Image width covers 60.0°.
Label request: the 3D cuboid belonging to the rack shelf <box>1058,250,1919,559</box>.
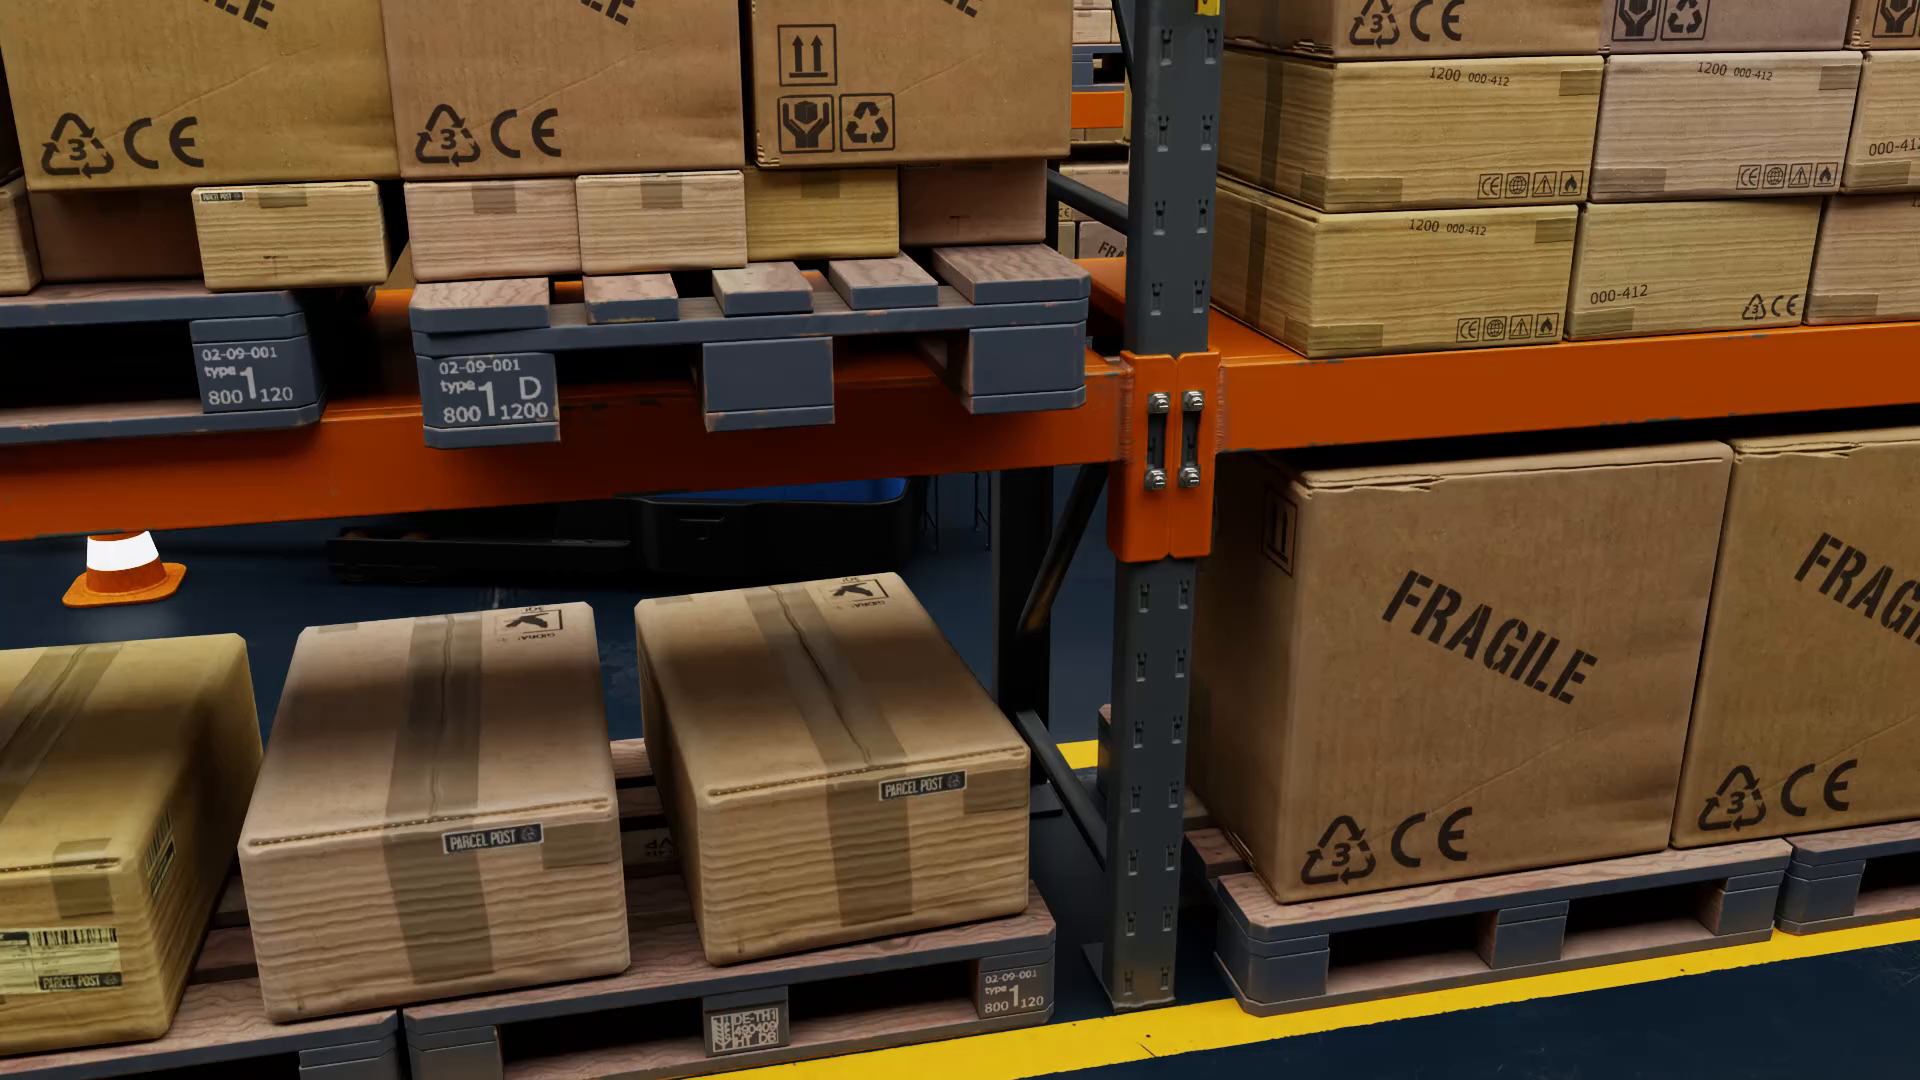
[{"bbox_3d":[2.196,-0.469,3.779,4.000,0.370,1.077,-5,21,-12],"label":"rack shelf"}]

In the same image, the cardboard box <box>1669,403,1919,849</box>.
[{"bbox_3d":[1.810,0.056,3.779,0.875,0.875,0.875,-4,21,-12],"label":"cardboard box"}]

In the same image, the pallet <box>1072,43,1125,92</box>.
[{"bbox_3d":[0.930,-2.377,8.223,1.213,0.211,1.003,-5,21,-12],"label":"pallet"}]

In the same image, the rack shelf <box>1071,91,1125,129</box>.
[{"bbox_3d":[0.959,-2.118,8.281,4.000,0.370,1.077,-5,21,-12],"label":"rack shelf"}]

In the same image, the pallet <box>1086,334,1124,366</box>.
[{"bbox_3d":[0.959,-1.145,8.632,1.213,0.211,1.003,-5,21,-12],"label":"pallet"}]

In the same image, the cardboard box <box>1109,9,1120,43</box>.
[{"bbox_3d":[0.784,-2.450,7.896,0.250,0.149,0.380,-4,21,-12],"label":"cardboard box"}]

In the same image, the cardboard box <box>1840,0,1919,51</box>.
[{"bbox_3d":[1.774,-1.200,3.131,0.500,0.500,0.500,-4,21,-11],"label":"cardboard box"}]

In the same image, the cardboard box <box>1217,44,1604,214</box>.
[{"bbox_3d":[0.800,-0.770,3.047,0.500,0.250,0.500,-5,21,-13],"label":"cardboard box"}]

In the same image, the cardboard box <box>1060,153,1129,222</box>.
[{"bbox_3d":[0.718,-1.721,8.086,0.500,0.250,0.500,-4,21,-12],"label":"cardboard box"}]

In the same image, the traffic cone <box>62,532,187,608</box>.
[{"bbox_3d":[-2.706,-0.065,5.319,0.334,0.463,0.336,-5,21,-12],"label":"traffic cone"}]

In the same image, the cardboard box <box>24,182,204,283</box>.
[{"bbox_3d":[-1.279,-0.521,2.630,0.250,0.149,0.380,-4,21,-12],"label":"cardboard box"}]

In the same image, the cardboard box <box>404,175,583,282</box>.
[{"bbox_3d":[-0.741,-0.525,2.642,0.250,0.149,0.380,-6,21,-15],"label":"cardboard box"}]

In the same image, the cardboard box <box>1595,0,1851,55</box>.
[{"bbox_3d":[1.267,-1.164,3.033,0.500,0.500,0.500,-5,21,-12],"label":"cardboard box"}]

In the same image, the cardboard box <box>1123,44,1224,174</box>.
[{"bbox_3d":[0.663,-0.936,3.500,0.500,0.250,0.500,-5,21,-13],"label":"cardboard box"}]

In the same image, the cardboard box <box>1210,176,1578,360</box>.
[{"bbox_3d":[0.784,-0.532,3.125,0.500,0.250,0.500,-5,21,-13],"label":"cardboard box"}]

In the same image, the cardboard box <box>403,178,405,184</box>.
[{"bbox_3d":[-0.941,-0.732,3.206,0.250,0.149,0.380,-5,21,-12],"label":"cardboard box"}]

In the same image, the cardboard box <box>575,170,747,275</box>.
[{"bbox_3d":[-0.494,-0.542,2.689,0.250,0.149,0.380,-5,21,-13],"label":"cardboard box"}]

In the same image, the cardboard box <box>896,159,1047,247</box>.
[{"bbox_3d":[-0.015,-0.623,2.908,0.250,0.149,0.380,-4,20,-10],"label":"cardboard box"}]

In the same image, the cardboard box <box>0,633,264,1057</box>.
[{"bbox_3d":[-1.758,0.549,3.165,0.625,0.372,0.950,-4,20,-11],"label":"cardboard box"}]

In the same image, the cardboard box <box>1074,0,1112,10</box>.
[{"bbox_3d":[0.540,-2.571,7.794,0.250,0.149,0.380,-5,21,-12],"label":"cardboard box"}]

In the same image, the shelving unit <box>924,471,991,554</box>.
[{"bbox_3d":[-0.010,-0.562,5.604,0.189,1.200,0.258,-4,20,-11],"label":"shelving unit"}]

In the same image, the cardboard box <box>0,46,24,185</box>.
[{"bbox_3d":[-1.651,-0.775,2.381,0.500,0.500,0.500,-6,21,-15],"label":"cardboard box"}]

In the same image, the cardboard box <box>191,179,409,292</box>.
[{"bbox_3d":[-1.005,-0.499,2.570,0.250,0.149,0.380,-4,21,-12],"label":"cardboard box"}]

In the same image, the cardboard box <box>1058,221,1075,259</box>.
[{"bbox_3d":[0.248,-1.332,8.114,0.500,0.500,0.500,-4,21,-12],"label":"cardboard box"}]

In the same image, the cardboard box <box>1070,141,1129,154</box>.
[{"bbox_3d":[0.605,-1.893,8.555,0.500,0.250,0.500,-4,21,-11],"label":"cardboard box"}]

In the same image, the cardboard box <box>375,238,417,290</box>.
[{"bbox_3d":[-2.451,-1.350,7.798,0.750,0.750,1.050,-4,21,-12],"label":"cardboard box"}]

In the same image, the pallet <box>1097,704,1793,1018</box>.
[{"bbox_3d":[1.035,0.624,3.804,1.213,0.211,1.003,-5,21,-12],"label":"pallet"}]

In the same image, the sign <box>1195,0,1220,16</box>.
[{"bbox_3d":[0.384,-0.974,2.544,0.005,0.325,0.100,-5,21,-12],"label":"sign"}]

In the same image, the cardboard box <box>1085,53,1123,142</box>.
[{"bbox_3d":[1.244,-3.424,13.280,0.875,0.875,1.225,-5,21,-12],"label":"cardboard box"}]

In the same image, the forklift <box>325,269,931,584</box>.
[{"bbox_3d":[-1.652,-1.413,5.411,3.031,2.935,1.130,2,20,4],"label":"forklift"}]

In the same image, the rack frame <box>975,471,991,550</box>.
[{"bbox_3d":[0.079,-0.568,5.621,0.006,1.200,0.240,-4,20,-11],"label":"rack frame"}]

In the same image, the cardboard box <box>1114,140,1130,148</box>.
[{"bbox_3d":[1.111,-1.937,8.676,0.500,0.250,0.500,-4,20,-10],"label":"cardboard box"}]

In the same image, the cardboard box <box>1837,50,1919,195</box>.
[{"bbox_3d":[1.791,-0.846,3.254,0.500,0.250,0.500,-5,21,-13],"label":"cardboard box"}]

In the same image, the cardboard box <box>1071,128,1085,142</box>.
[{"bbox_3d":[0.375,-3.353,13.086,0.875,0.875,1.225,-5,21,-14],"label":"cardboard box"}]

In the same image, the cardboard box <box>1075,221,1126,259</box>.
[{"bbox_3d":[0.747,-1.374,8.229,0.500,0.500,0.500,-5,21,-14],"label":"cardboard box"}]

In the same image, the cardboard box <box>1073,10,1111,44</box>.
[{"bbox_3d":[0.539,-2.431,7.844,0.250,0.149,0.380,-4,20,-11],"label":"cardboard box"}]

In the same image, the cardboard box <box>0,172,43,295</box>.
[{"bbox_3d":[-1.504,-0.474,2.501,0.250,0.149,0.380,-5,21,-14],"label":"cardboard box"}]

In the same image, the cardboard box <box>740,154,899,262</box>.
[{"bbox_3d":[-0.259,-0.577,2.784,0.250,0.149,0.380,-4,21,-12],"label":"cardboard box"}]

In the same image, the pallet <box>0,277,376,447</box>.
[{"bbox_3d":[-1.667,-0.388,2.791,1.213,0.211,1.003,-5,21,-12],"label":"pallet"}]

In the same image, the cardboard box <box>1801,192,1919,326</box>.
[{"bbox_3d":[1.792,-0.618,3.360,0.500,0.250,0.500,-4,20,-11],"label":"cardboard box"}]

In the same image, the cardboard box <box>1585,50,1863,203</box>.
[{"bbox_3d":[1.303,-0.811,3.158,0.500,0.250,0.500,-4,21,-11],"label":"cardboard box"}]

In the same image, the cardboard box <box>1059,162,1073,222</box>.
[{"bbox_3d":[0.233,-1.686,7.991,0.500,0.250,0.500,-5,21,-13],"label":"cardboard box"}]

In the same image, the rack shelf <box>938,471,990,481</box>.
[{"bbox_3d":[-0.010,-0.295,5.702,0.180,0.103,0.258,-4,20,-11],"label":"rack shelf"}]

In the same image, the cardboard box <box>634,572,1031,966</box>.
[{"bbox_3d":[-0.302,0.430,3.490,0.625,0.372,0.950,-6,21,-16],"label":"cardboard box"}]

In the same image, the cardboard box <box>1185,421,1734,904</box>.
[{"bbox_3d":[0.941,0.125,3.590,0.875,0.875,0.875,-5,21,-13],"label":"cardboard box"}]

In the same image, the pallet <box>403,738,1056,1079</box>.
[{"bbox_3d":[-0.511,0.722,3.535,1.213,0.211,1.003,-5,21,-12],"label":"pallet"}]

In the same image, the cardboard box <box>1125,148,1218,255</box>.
[{"bbox_3d":[0.683,-0.705,3.596,0.500,0.250,0.500,-5,21,-14],"label":"cardboard box"}]

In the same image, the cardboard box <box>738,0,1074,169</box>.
[{"bbox_3d":[-0.128,-0.903,2.730,0.500,0.500,0.500,-5,21,-14],"label":"cardboard box"}]

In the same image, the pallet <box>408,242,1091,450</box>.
[{"bbox_3d":[-0.419,-0.466,3.005,1.003,0.211,1.213,-5,21,-12],"label":"pallet"}]

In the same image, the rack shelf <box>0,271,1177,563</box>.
[{"bbox_3d":[-1.696,-0.152,2.915,4.000,0.370,1.077,-5,21,-12],"label":"rack shelf"}]

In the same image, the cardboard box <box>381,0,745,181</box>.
[{"bbox_3d":[-0.629,-0.858,2.609,0.500,0.500,0.500,-5,21,-13],"label":"cardboard box"}]

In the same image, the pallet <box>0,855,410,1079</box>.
[{"bbox_3d":[-1.696,0.818,3.275,1.213,0.211,1.003,-5,21,-12],"label":"pallet"}]

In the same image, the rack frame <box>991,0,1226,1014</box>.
[{"bbox_3d":[0.250,-0.648,3.223,0.127,3.000,1.000,-5,21,-12],"label":"rack frame"}]

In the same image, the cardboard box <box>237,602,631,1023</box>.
[{"bbox_3d":[-1.018,0.491,3.323,0.625,0.372,0.950,-5,21,-14],"label":"cardboard box"}]

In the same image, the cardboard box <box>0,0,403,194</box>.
[{"bbox_3d":[-1.120,-0.818,2.499,0.500,0.500,0.500,-6,21,-16],"label":"cardboard box"}]

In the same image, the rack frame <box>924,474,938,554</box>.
[{"bbox_3d":[-0.100,-0.556,5.588,0.006,1.200,0.240,-4,20,-11],"label":"rack frame"}]

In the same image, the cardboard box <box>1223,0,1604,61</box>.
[{"bbox_3d":[0.786,-1.122,2.917,0.500,0.500,0.500,-5,21,-14],"label":"cardboard box"}]

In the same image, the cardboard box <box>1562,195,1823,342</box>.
[{"bbox_3d":[1.280,-0.579,3.252,0.500,0.250,0.500,-5,21,-14],"label":"cardboard box"}]

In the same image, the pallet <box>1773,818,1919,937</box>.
[{"bbox_3d":[2.220,0.529,4.065,1.213,0.211,1.003,-5,21,-12],"label":"pallet"}]
